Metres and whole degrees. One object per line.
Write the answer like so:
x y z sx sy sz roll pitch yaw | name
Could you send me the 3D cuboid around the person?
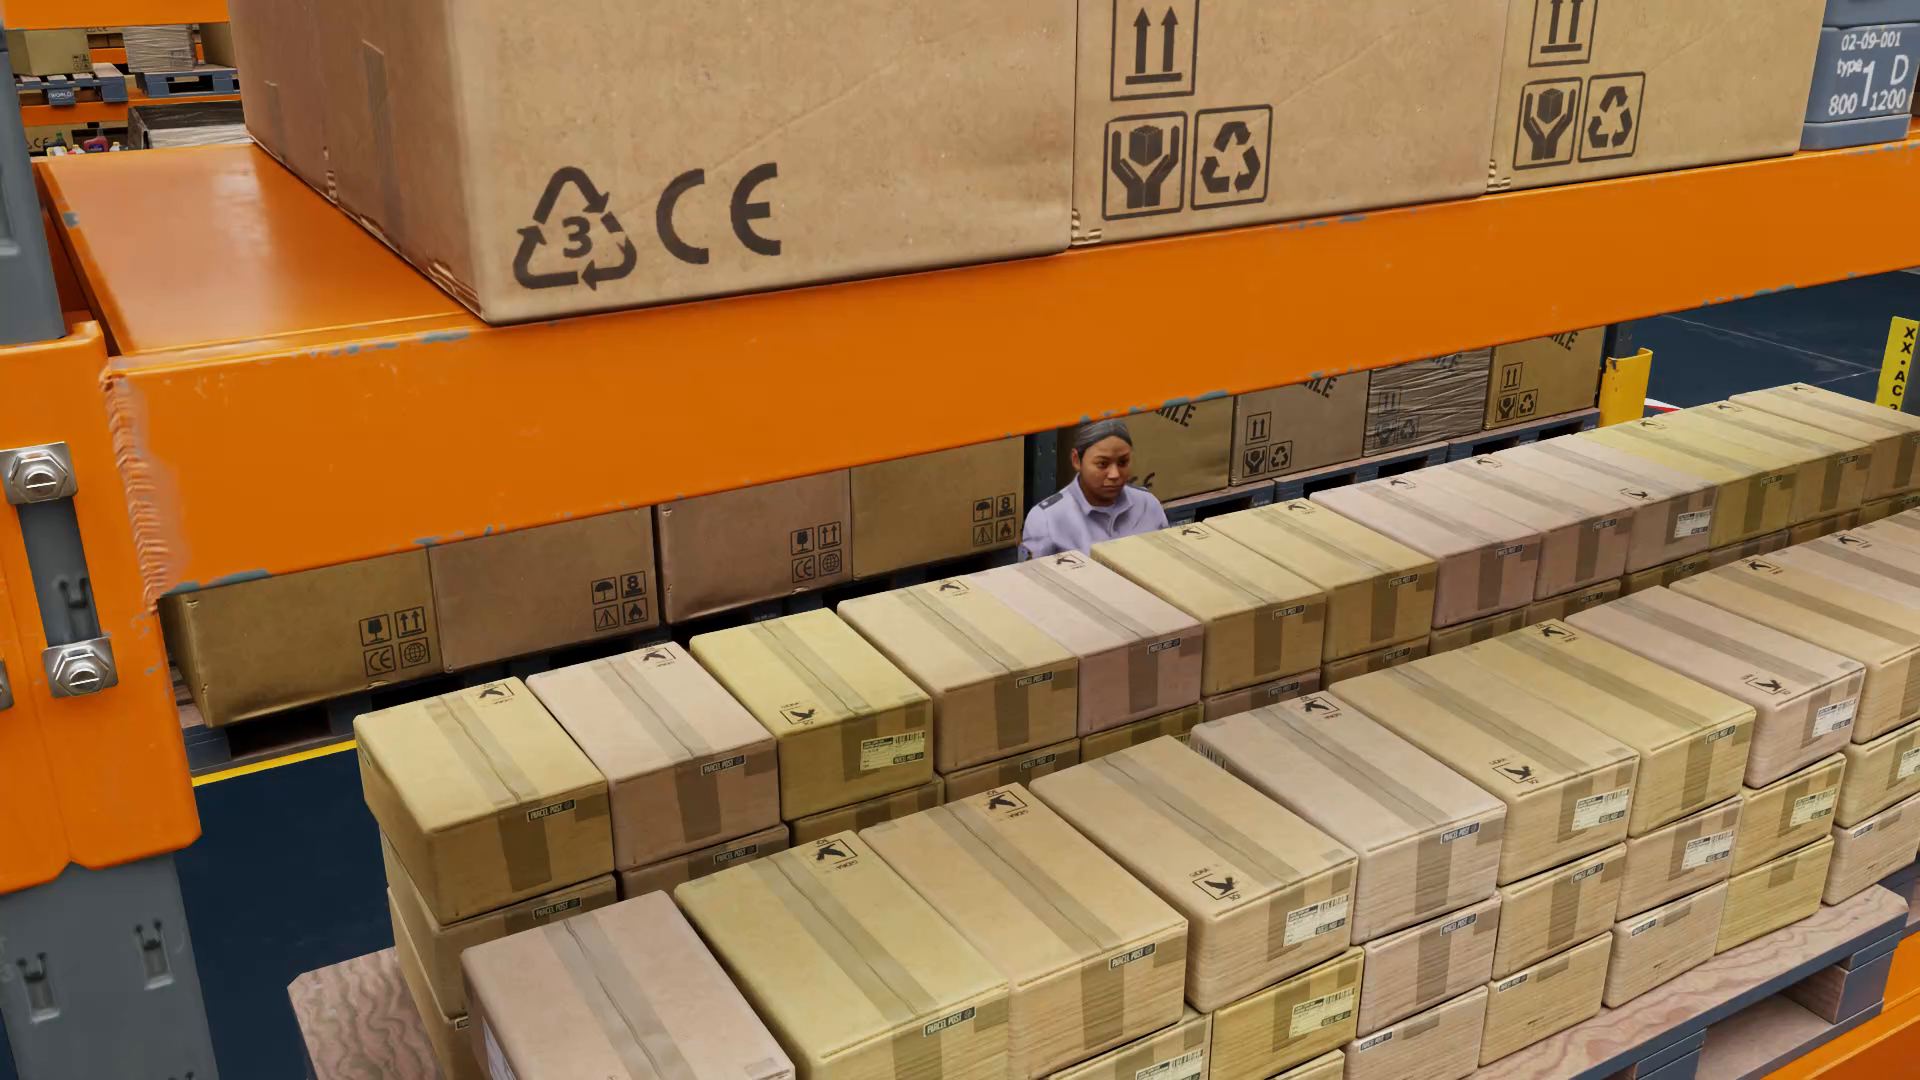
0.449 0.439 4.996 0.517 1.666 0.472 -9 24 -21 | person
